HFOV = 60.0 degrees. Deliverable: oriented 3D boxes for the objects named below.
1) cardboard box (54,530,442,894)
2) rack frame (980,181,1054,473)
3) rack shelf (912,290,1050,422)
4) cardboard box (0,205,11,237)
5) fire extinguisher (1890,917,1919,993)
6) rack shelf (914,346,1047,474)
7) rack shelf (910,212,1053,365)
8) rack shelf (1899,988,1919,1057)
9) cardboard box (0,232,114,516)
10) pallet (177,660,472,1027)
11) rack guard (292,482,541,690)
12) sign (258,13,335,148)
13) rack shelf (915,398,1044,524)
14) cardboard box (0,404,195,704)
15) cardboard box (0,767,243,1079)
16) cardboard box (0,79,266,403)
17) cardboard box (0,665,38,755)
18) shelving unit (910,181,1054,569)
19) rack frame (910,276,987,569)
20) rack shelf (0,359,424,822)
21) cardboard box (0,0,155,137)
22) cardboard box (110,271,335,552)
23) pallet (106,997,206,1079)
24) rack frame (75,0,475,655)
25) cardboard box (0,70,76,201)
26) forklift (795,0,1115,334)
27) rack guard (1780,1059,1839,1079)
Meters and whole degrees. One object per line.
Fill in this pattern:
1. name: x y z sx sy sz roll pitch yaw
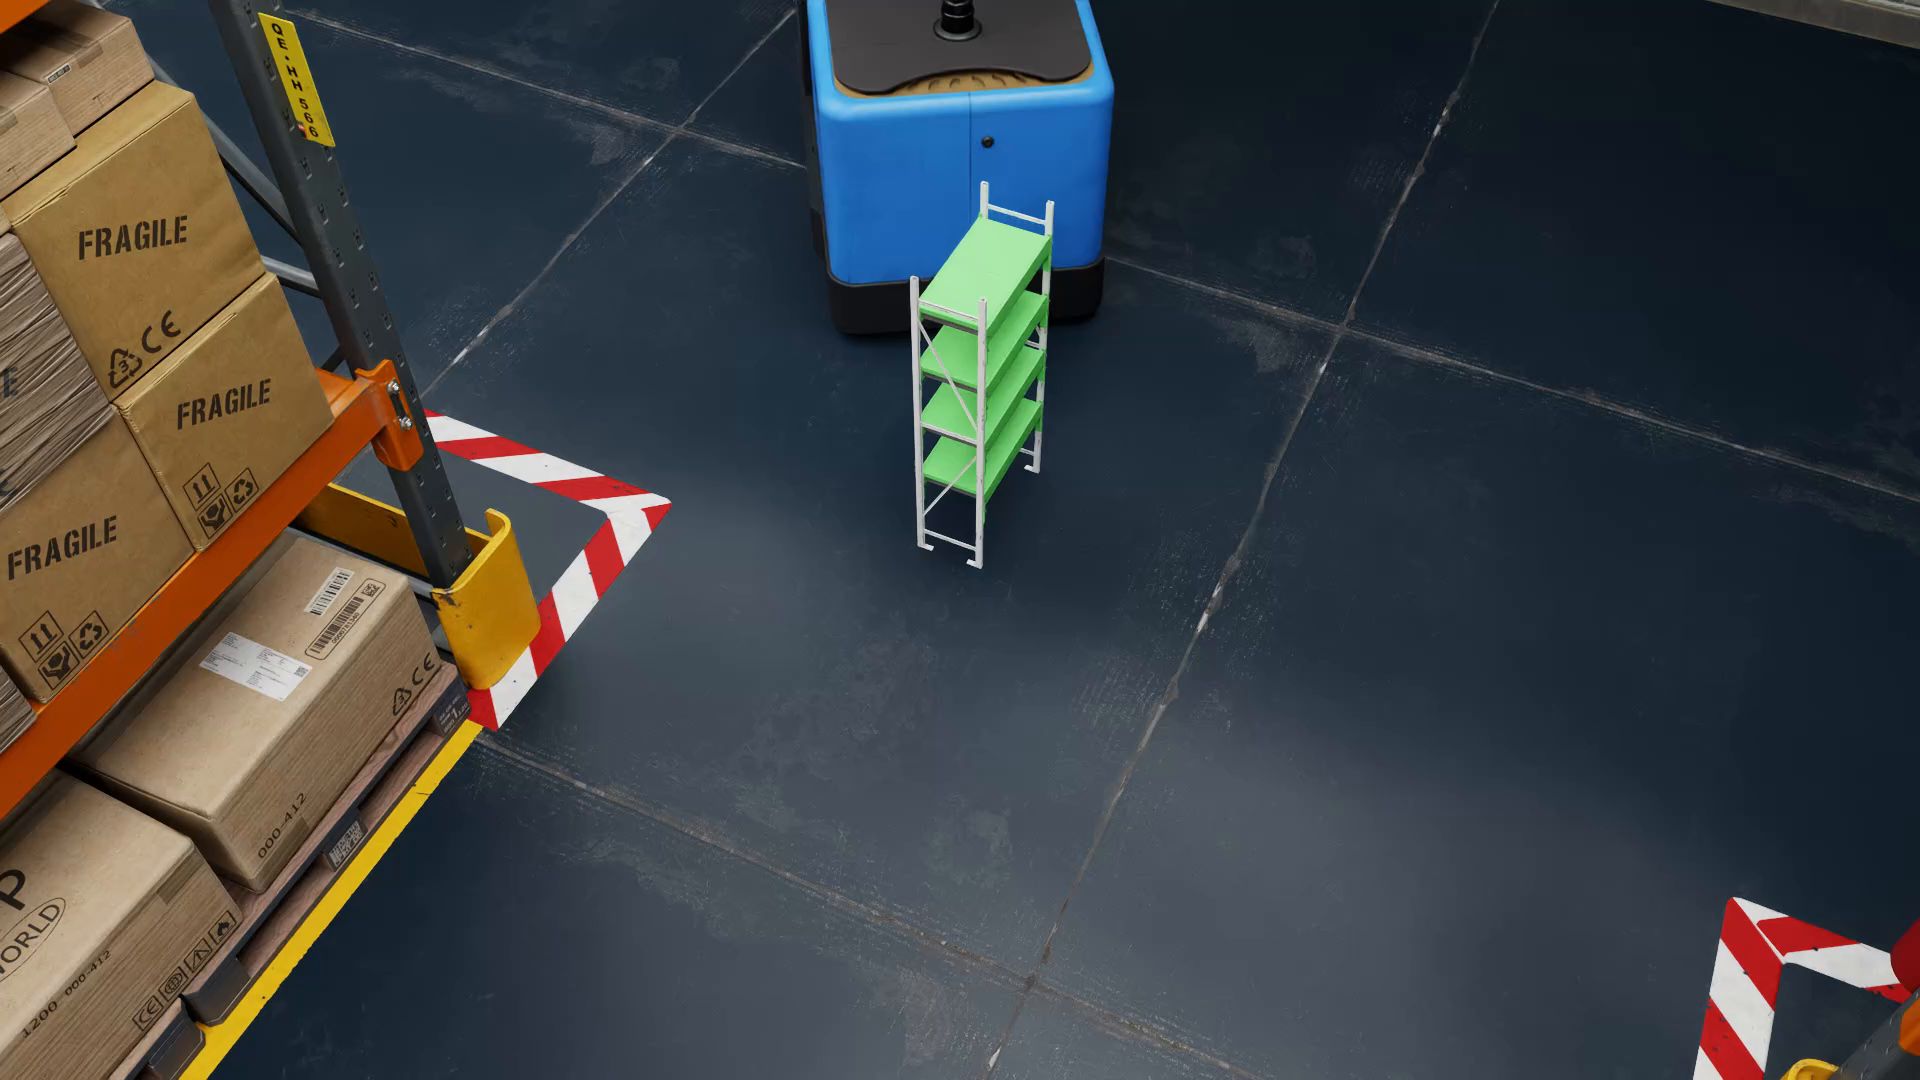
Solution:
1. cardboard box: -2.169 0.416 4.833 0.875 0.438 0.875 18 52 15
2. rack frame: 0.175 -0.671 5.533 0.240 1.200 0.015 20 52 16
3. rack shelf: 0.071 -0.617 5.256 0.258 0.148 0.480 20 52 16
4. cardboard box: -2.070 -0.632 3.170 0.380 0.149 0.250 19 52 16
5. fire extinguisher: 2.157 0.742 3.445 0.296 0.674 0.183 20 52 16
6. rack shelf: 0.071 -0.461 5.439 0.258 0.148 0.480 20 52 16
7. rack shelf: 0.071 -0.772 5.073 0.258 0.148 0.480 20 52 16
8. rack shelf: 1.658 2.458 2.162 1.077 0.370 4.000 20 52 16
9. cardboard box: -2.165 -0.343 3.350 0.500 0.500 0.500 20 52 16
10. pallet: -2.248 0.715 5.003 1.003 0.211 1.213 20 52 16
11. rack guard: -1.967 0.028 5.398 1.175 0.500 0.348 20 52 16
12. sign: -1.492 -1.031 3.742 0.100 0.325 0.005 20 52 16
13. rack shelf: 0.071 -0.306 5.621 0.258 0.148 0.480 20 52 16
14. cardboard box: -2.172 -0.039 3.748 0.500 0.500 0.500 19 52 15
15. cardboard box: -2.552 1.049 4.294 0.875 0.438 0.875 21 53 17
16. cardboard box: -1.968 -0.712 3.664 0.500 0.500 0.500 21 53 17
17. cardboard box: -2.383 0.319 3.444 0.500 0.500 0.500 21 53 17
18. shelving unit: 0.071 -0.503 5.390 0.258 1.200 0.503 20 52 16
19. rack frame: -0.034 -0.335 5.247 0.240 1.200 0.015 20 52 16
20. rack shelf: -2.832 0.845 3.534 1.077 0.370 4.000 20 52 16
21. cardboard box: -1.949 -1.020 3.500 0.380 0.149 0.250 20 53 17
22. cardboard box: -1.944 -0.379 4.038 0.500 0.500 0.500 20 53 16
23. pallet: -2.770 1.552 4.291 1.003 0.211 1.213 20 52 16
24. rack frame: -1.977 -0.765 4.432 1.000 3.000 0.127 20 52 16
25. cardboard box: -2.036 -0.837 3.345 0.380 0.149 0.250 21 53 17
26. forklift: -0.141 -2.868 6.266 1.130 2.935 3.031 -5 50 -4
27. rack guard: 2.480 1.710 3.967 1.175 0.500 0.348 20 52 16
